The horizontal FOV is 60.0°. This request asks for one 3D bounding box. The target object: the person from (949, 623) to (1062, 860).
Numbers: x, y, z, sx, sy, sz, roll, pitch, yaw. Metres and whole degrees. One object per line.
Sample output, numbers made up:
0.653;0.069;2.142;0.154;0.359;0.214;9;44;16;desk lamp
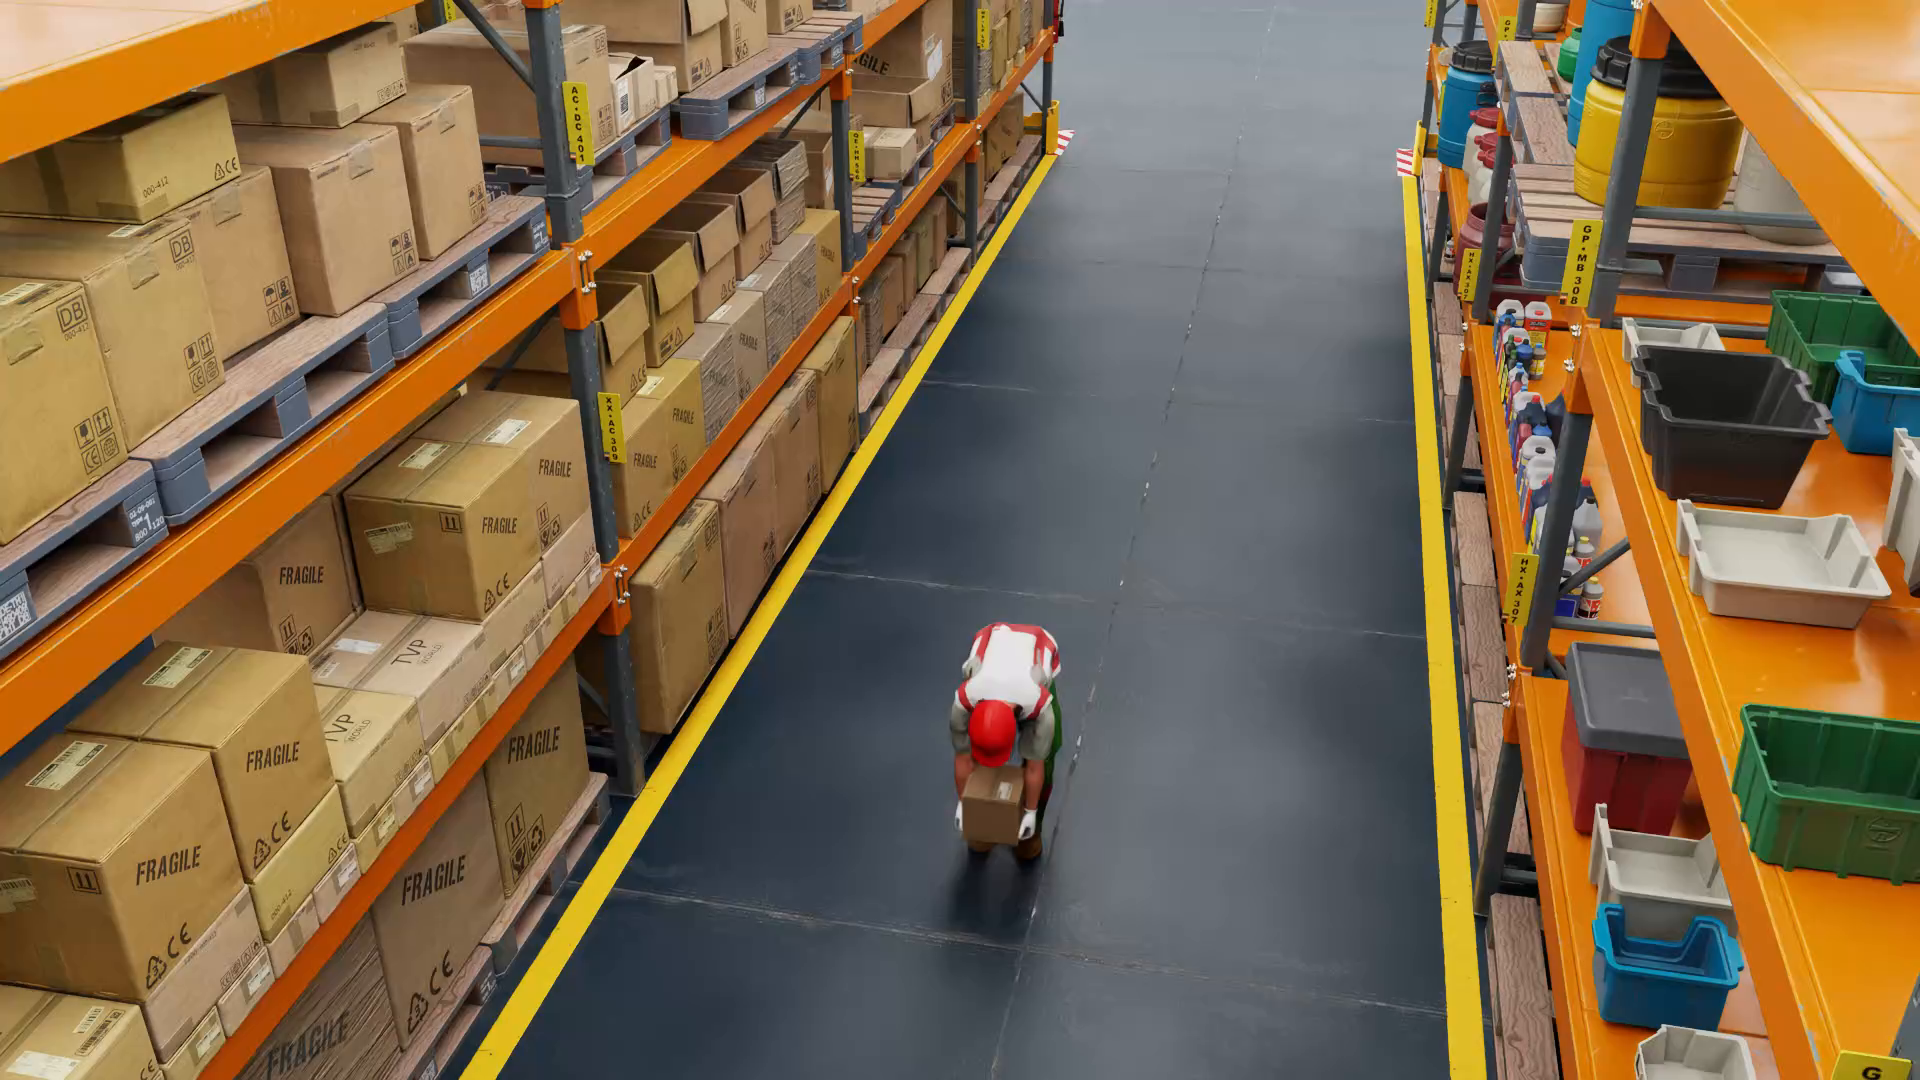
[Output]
0.197;0.998;7.449;0.485;1.128;0.962;5;29;9;person
